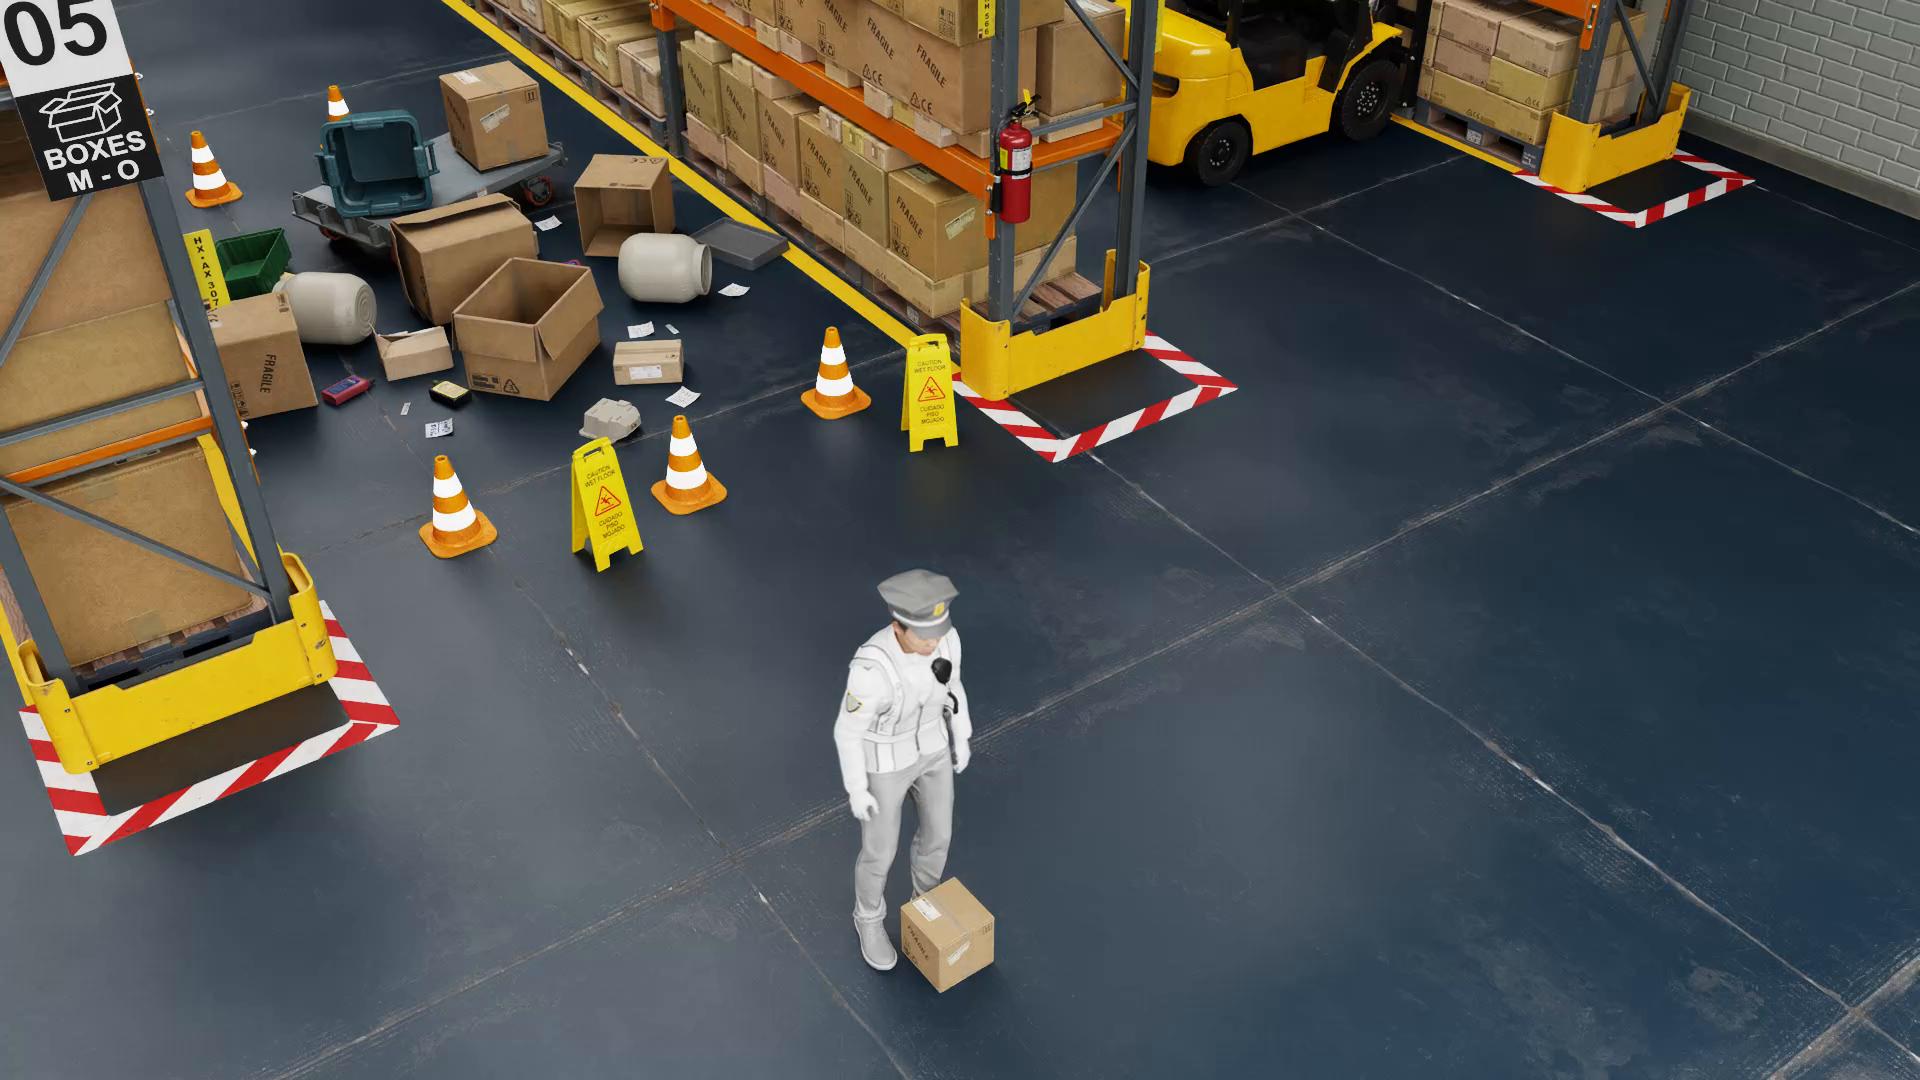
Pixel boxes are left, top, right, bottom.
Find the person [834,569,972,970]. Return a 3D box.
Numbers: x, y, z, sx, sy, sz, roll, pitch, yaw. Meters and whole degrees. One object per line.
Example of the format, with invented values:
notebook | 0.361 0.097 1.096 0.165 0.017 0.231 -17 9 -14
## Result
person | -0.178 0.797 5.923 0.537 1.663 0.405 -24 43 -28
